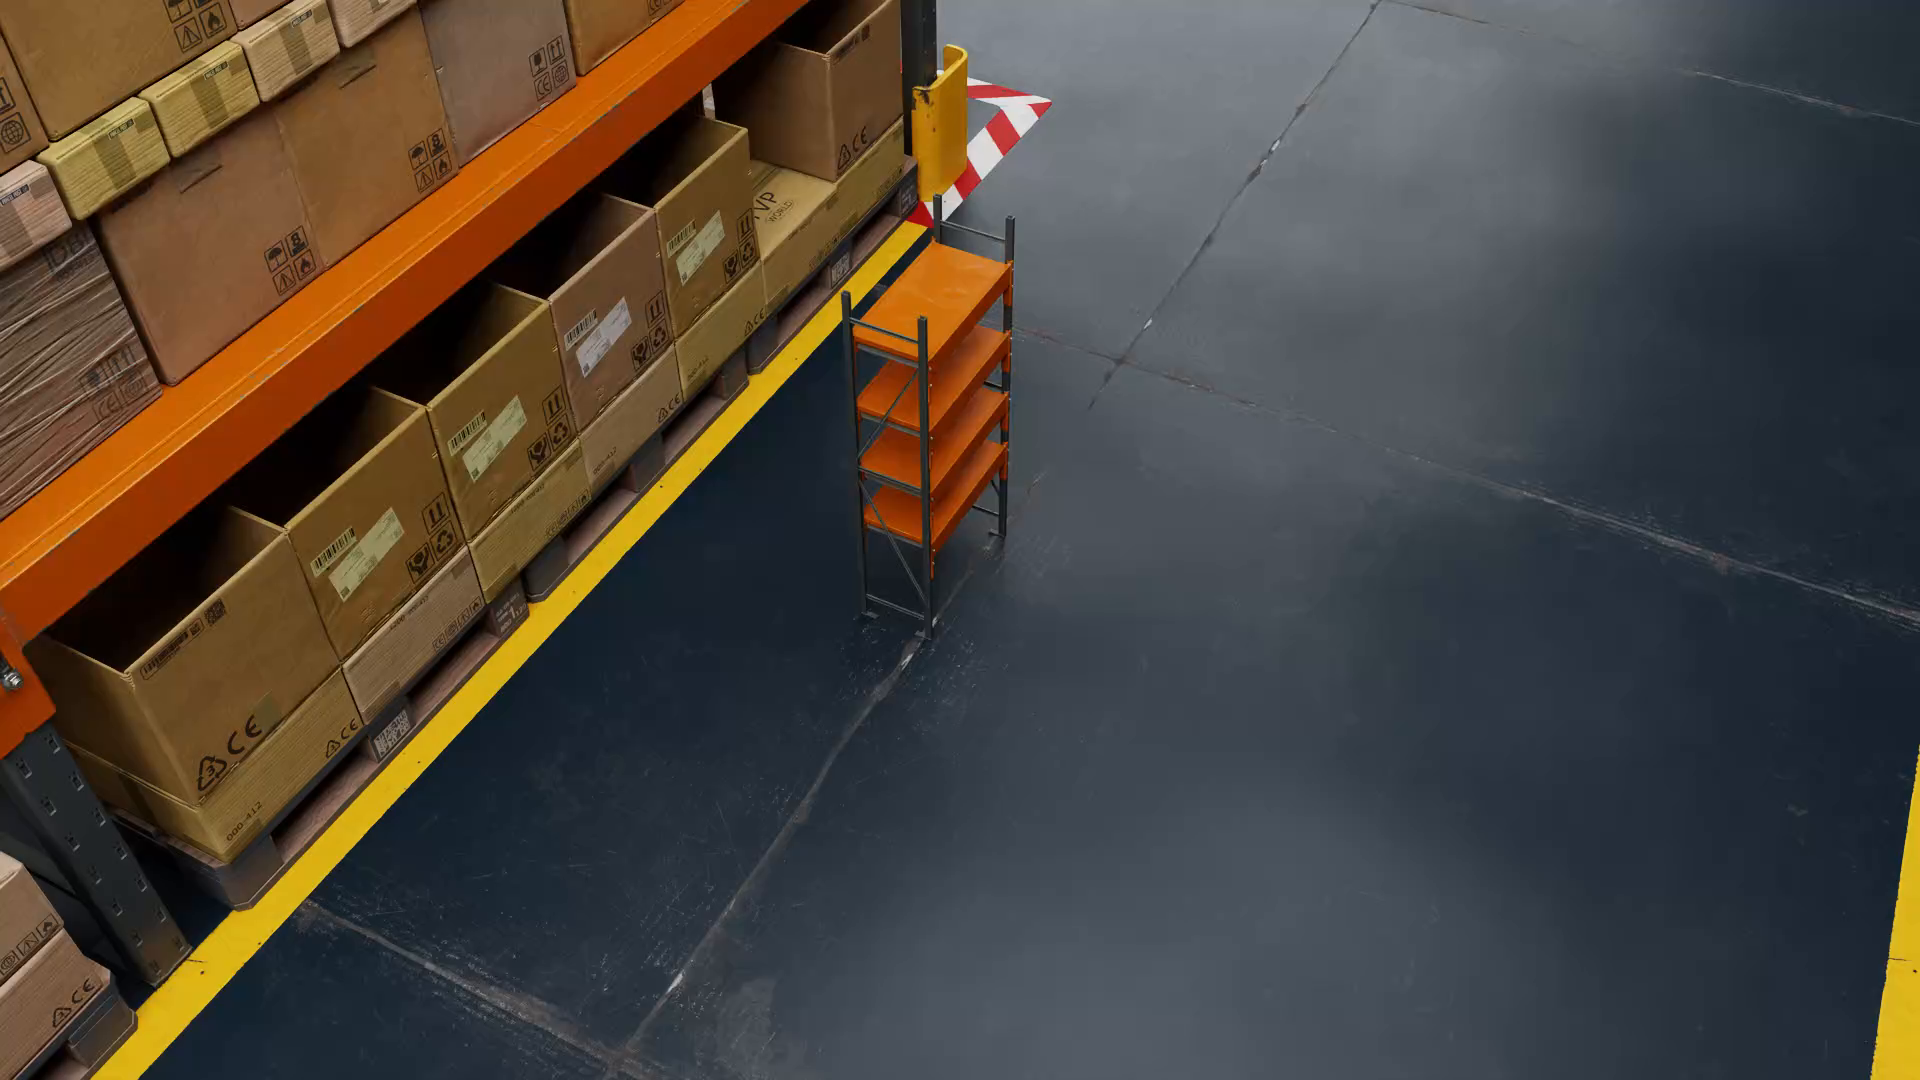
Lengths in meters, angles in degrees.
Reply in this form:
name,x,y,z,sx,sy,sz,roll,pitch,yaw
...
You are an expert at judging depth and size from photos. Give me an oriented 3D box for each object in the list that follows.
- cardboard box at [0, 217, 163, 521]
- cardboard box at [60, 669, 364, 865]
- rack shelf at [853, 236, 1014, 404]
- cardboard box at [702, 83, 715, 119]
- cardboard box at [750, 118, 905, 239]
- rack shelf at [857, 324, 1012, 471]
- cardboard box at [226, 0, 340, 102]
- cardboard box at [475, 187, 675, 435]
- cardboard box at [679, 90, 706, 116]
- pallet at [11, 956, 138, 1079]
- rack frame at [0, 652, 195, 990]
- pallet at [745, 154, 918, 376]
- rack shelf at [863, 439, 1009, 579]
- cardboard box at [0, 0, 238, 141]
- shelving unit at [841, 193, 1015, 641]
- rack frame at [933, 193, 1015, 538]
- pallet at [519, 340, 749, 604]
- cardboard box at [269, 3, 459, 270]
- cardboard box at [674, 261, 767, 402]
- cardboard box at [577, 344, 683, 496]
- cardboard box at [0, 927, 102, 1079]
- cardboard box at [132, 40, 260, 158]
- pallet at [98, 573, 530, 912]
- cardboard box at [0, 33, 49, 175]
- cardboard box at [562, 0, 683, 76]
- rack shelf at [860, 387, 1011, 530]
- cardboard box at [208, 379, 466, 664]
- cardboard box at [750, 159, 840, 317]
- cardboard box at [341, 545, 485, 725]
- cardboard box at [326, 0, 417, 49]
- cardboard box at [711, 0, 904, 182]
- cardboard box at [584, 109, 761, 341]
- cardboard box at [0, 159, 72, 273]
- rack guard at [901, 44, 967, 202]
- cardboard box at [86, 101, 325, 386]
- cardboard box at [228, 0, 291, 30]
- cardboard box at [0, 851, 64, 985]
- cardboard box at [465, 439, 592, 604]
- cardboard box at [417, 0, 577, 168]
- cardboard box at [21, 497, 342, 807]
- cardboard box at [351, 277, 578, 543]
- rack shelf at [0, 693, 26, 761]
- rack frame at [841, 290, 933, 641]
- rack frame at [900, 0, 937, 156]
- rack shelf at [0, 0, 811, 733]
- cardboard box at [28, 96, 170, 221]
name,x,y,z,sx,sy,sz,roll,pitch,yaw
cardboard box,-2.214,-0.455,3.521,0.700,0.500,0.500,19,48,18
cardboard box,-1.930,0.488,4.296,0.500,0.250,0.500,20,49,19
rack shelf,-0.077,-0.594,4.441,0.258,0.148,0.480,20,49,19
cardboard box,-1.003,-1.575,6.336,0.500,0.250,0.500,20,49,19
cardboard box,-0.545,-1.404,6.167,0.500,0.250,0.500,20,49,19
rack shelf,-0.077,-0.427,4.609,0.258,0.148,0.480,20,49,19
cardboard box,-1.645,-1.151,3.752,0.380,0.149,0.250,19,48,18
cardboard box,-1.227,-0.718,4.961,0.500,0.500,0.500,20,49,19
cardboard box,-1.234,-1.523,5.757,0.500,0.500,0.500,20,49,19
pallet,-2.722,1.319,3.798,1.003,0.211,1.213,20,49,19
rack frame,-2.414,-0.138,3.278,1.000,3.000,0.127,20,49,19
pallet,-0.875,-1.183,6.270,1.003,0.211,1.213,20,49,19
rack shelf,-0.077,-0.131,4.909,0.258,0.148,0.480,20,49,19
cardboard box,-1.980,-1.230,3.374,0.700,0.500,0.500,20,49,19
shelving unit,-0.077,-0.317,4.720,0.258,1.200,0.503,20,49,19
rack frame,0.036,-0.471,4.872,0.240,1.200,0.015,20,49,19
pallet,-1.443,-0.417,5.513,1.003,0.211,1.213,20,49,19
cardboard box,-1.738,-1.104,4.162,0.700,0.500,0.500,21,49,20
cardboard box,-0.997,-0.769,5.539,0.500,0.250,0.500,20,49,19
cardboard box,-1.230,-0.455,5.229,0.500,0.250,0.500,20,49,19
cardboard box,-2.350,1.037,3.754,0.500,0.250,0.500,20,49,19
cardboard box,-1.763,-0.994,3.597,0.380,0.149,0.250,20,49,19
pallet,-2.008,0.355,4.751,1.003,0.211,1.213,20,49,19
cardboard box,-2.214,-0.911,3.059,0.700,0.500,0.500,21,49,19
cardboard box,-1.261,-1.760,4.810,0.700,0.500,0.500,21,49,19
rack shelf,-0.077,-0.270,4.768,0.258,0.148,0.480,20,49,19
cardboard box,-1.696,-0.089,4.340,0.500,0.500,0.500,20,49,19
cardboard box,-0.766,-1.085,5.851,0.500,0.250,0.500,20,49,19
cardboard box,-1.694,0.175,4.606,0.500,0.250,0.500,20,49,19
cardboard box,-1.523,-1.320,3.919,0.380,0.149,0.250,19,48,18
cardboard box,-0.543,-1.667,5.899,0.500,0.500,0.500,20,49,19
cardboard box,-0.994,-1.032,5.272,0.500,0.500,0.500,20,49,19
cardboard box,-2.002,-0.665,3.272,0.380,0.149,0.250,21,49,20
rack guard,-0.546,-1.795,6.672,1.175,0.500,0.348,20,49,19
cardboard box,-1.975,-0.790,3.851,0.700,0.500,0.500,20,49,19
cardboard box,-1.747,-1.545,3.686,0.700,0.500,0.500,20,49,19
cardboard box,-2.348,0.833,3.561,0.500,0.311,0.500,20,49,19
cardboard box,-1.457,-0.138,4.915,0.500,0.250,0.500,20,49,19
cardboard box,-1.502,-1.427,4.481,0.700,0.500,0.500,22,49,20
cardboard box,-1.922,0.228,4.026,0.500,0.500,0.500,20,49,19
cardboard box,-1.457,-0.402,4.649,0.500,0.500,0.500,20,49,19
rack shelf,-3.343,1.374,2.288,1.077,0.370,4.000,20,49,19
rack frame,-0.190,-0.164,4.568,0.240,1.200,0.015,20,49,19
rack frame,-0.557,-2.658,5.768,1.000,3.000,0.127,20,49,19
rack shelf,-1.486,-1.145,4.779,1.077,0.370,4.000,20,49,19
cardboard box,-1.883,-0.828,3.433,0.380,0.149,0.250,19,48,18
